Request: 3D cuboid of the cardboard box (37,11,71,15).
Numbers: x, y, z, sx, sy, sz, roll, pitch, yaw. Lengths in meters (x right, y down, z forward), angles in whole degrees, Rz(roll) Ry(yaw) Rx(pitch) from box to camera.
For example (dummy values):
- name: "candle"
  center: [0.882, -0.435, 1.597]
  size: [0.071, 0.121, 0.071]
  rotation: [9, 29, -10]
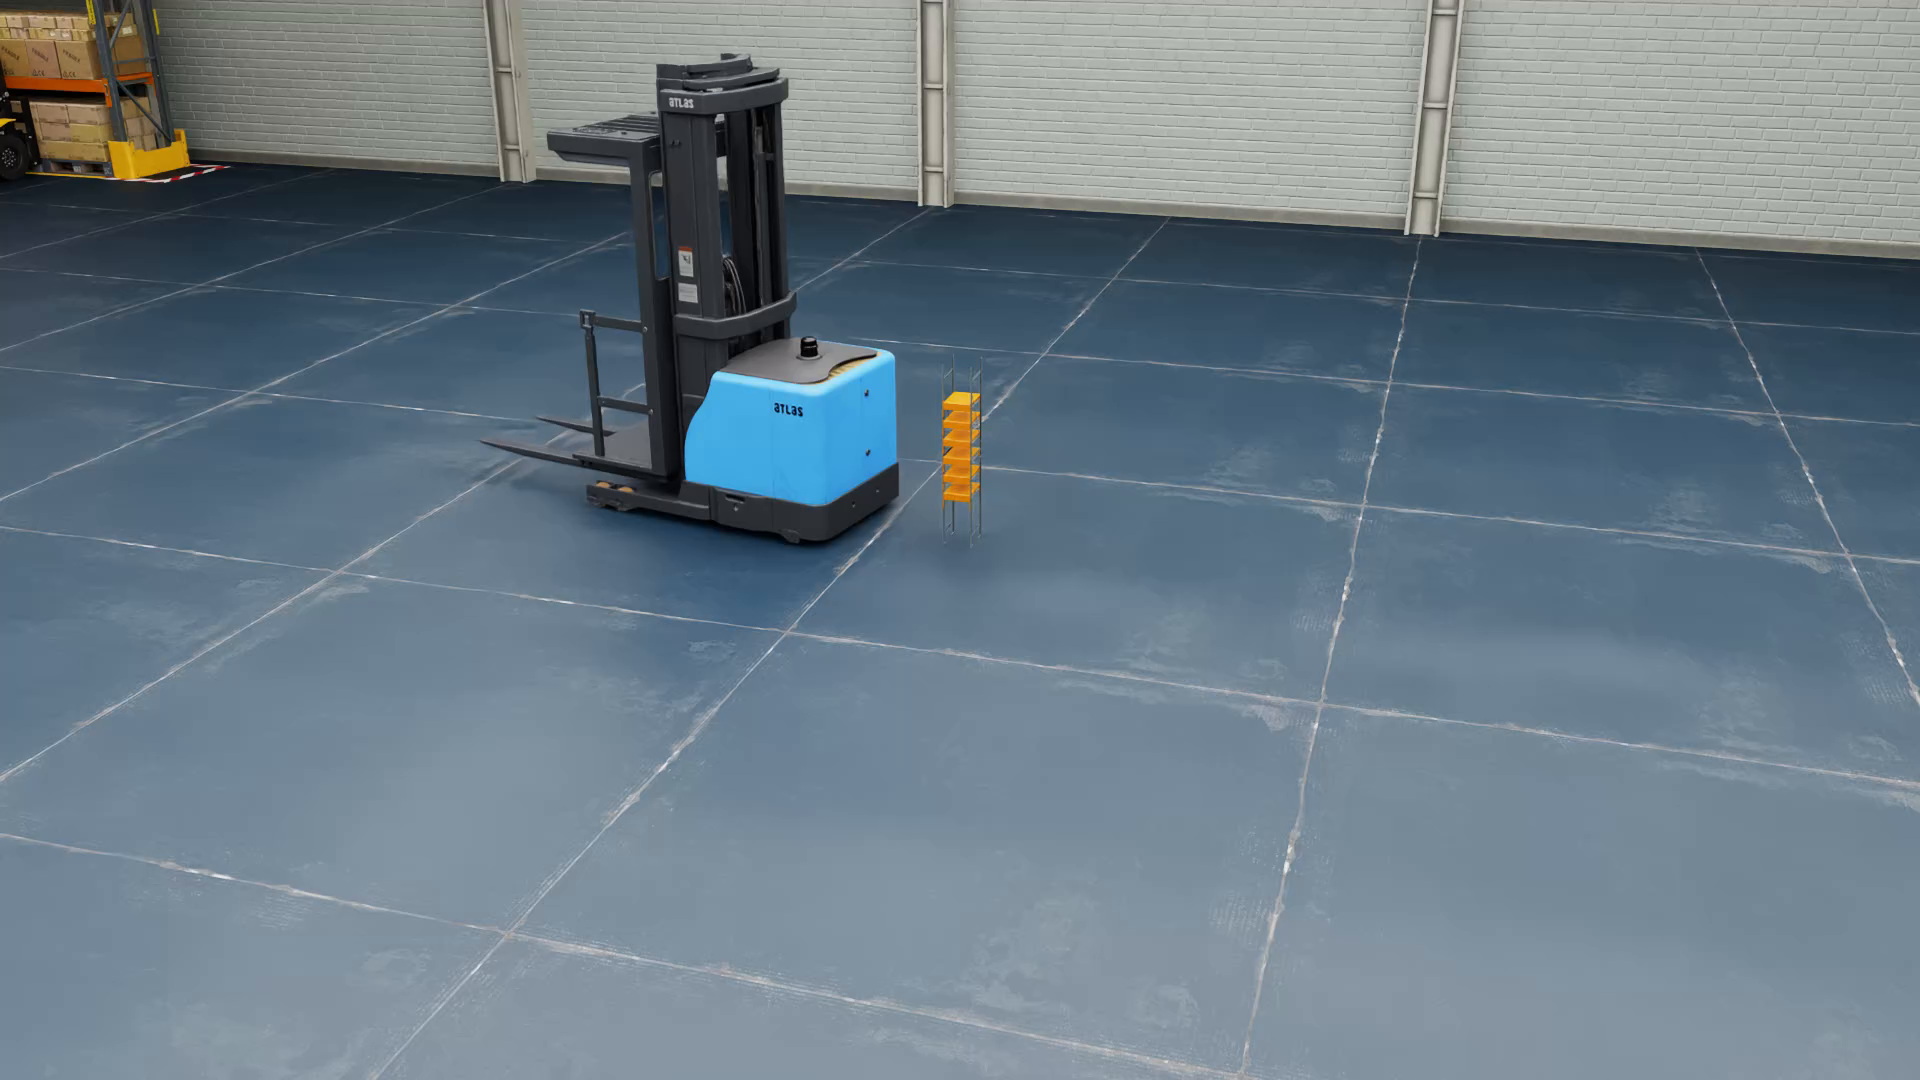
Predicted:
- name: "cardboard box"
  center: [-12.633, -7.293, 23.218]
  size: [0.250, 0.149, 0.380]
  rotation: [7, 23, 17]

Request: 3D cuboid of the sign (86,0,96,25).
- name: "sign"
  center: [-11.554, -7.027, 22.111]
  size: [0.005, 0.325, 0.100]
  rotation: [7, 23, 16]

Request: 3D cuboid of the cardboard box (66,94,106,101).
- name: "cardboard box"
  center: [-12.268, -6.137, 23.531]
  size: [0.500, 0.250, 0.500]
  rotation: [7, 23, 16]

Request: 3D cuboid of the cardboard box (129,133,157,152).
- name: "cardboard box"
  center: [-11.797, -5.624, 23.599]
  size: [0.500, 0.250, 0.500]
  rotation: [7, 23, 16]

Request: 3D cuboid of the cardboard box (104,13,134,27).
- name: "cardboard box"
  center: [-11.643, -7.176, 22.933]
  size: [0.250, 0.149, 0.380]
  rotation: [6, 23, 14]

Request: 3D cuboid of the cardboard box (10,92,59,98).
- name: "cardboard box"
  center: [-13.233, -6.254, 23.817]
  size: [0.500, 0.250, 0.500]
  rotation: [6, 23, 14]

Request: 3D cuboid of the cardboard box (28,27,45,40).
- name: "cardboard box"
  center: [-12.514, -6.959, 22.797]
  size: [0.250, 0.149, 0.380]
  rotation: [6, 23, 15]

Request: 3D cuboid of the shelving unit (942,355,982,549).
- name: "shelving unit"
  center: [0.014, -0.554, 10.538]
  size: [0.189, 1.200, 0.258]
  rotation: [7, 23, 16]

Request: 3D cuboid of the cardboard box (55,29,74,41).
- name: "cardboard box"
  center: [-12.050, -6.877, 22.597]
  size: [0.250, 0.149, 0.380]
  rotation: [7, 23, 16]

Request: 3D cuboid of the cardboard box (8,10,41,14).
- name: "cardboard box"
  center: [-13.116, -7.356, 23.371]
  size: [0.250, 0.149, 0.380]
  rotation: [7, 23, 16]

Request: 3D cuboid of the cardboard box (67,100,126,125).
- name: "cardboard box"
  center: [-11.915, -5.899, 22.952]
  size: [0.500, 0.250, 0.500]
  rotation: [7, 23, 17]

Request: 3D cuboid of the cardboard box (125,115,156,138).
- name: "cardboard box"
  center: [-11.774, -5.858, 23.509]
  size: [0.500, 0.250, 0.500]
  rotation: [7, 23, 16]

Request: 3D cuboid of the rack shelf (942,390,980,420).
- name: "rack shelf"
  center: [0.014, -0.845, 10.419]
  size: [0.180, 0.103, 0.258]
  rotation: [7, 23, 16]

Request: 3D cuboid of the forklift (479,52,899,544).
- name: "forklift"
  center: [-1.961, -1.711, 11.080]
  size: [3.031, 2.935, 1.130]
  rotation: [11, 25, 25]

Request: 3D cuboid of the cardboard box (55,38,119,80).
- name: "cardboard box"
  center: [-11.931, -6.582, 22.732]
  size: [0.500, 0.500, 0.500]
  rotation: [6, 23, 14]

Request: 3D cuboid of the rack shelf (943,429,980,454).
- name: "rack shelf"
  center: [0.014, -0.623, 10.510]
  size: [0.180, 0.103, 0.258]
  rotation: [7, 23, 16]

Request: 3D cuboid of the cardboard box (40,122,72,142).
- name: "cardboard box"
  center: [-12.417, -5.730, 23.196]
  size: [0.500, 0.250, 0.500]
  rotation: [6, 23, 15]

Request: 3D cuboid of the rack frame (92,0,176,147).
- name: "rack frame"
  center: [-11.384, -6.577, 22.852]
  size: [0.127, 3.000, 1.000]
  rotation: [7, 23, 16]

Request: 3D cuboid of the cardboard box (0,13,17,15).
- name: "cardboard box"
  center: [-13.258, -7.190, 22.968]
  size: [0.250, 0.149, 0.380]
  rotation: [7, 23, 16]

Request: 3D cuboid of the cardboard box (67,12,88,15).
- name: "cardboard box"
  center: [-12.141, -7.241, 23.091]
  size: [0.250, 0.149, 0.380]
  rotation: [7, 23, 17]

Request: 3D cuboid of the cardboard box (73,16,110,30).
- name: "cardboard box"
  center: [-11.787, -7.024, 22.563]
  size: [0.250, 0.149, 0.380]
  rotation: [7, 23, 16]

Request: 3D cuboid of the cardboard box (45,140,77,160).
- name: "cardboard box"
  center: [-12.398, -5.494, 23.282]
  size: [0.500, 0.250, 0.500]
  rotation: [7, 23, 15]

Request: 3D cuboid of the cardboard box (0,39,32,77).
- name: "cardboard box"
  center: [-12.915, -6.698, 23.016]
  size: [0.500, 0.500, 0.500]
  rotation: [6, 23, 14]

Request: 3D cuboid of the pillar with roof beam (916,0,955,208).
- name: "pillar with roof beam"
  center: [-1.545, -6.877, 15.678]
  size: [0.400, 9.000, 9.100]
  rotation: [7, 23, 16]

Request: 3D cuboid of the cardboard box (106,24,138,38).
- name: "cardboard box"
  center: [-11.633, -7.055, 23.031]
  size: [0.250, 0.149, 0.380]
  rotation: [6, 23, 14]

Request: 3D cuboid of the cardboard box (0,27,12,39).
- name: "cardboard box"
  center: [-13.032, -6.992, 22.876]
  size: [0.250, 0.149, 0.380]
  rotation: [7, 23, 16]

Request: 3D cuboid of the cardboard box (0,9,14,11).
- name: "cardboard box"
  center: [-13.603, -7.423, 23.534]
  size: [0.250, 0.149, 0.380]
  rotation: [6, 23, 15]

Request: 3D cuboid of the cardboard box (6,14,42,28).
- name: "cardboard box"
  center: [-12.789, -7.101, 22.751]
  size: [0.250, 0.149, 0.380]
  rotation: [7, 23, 17]

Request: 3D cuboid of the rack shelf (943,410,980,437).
- name: "rack shelf"
  center: [0.014, -0.734, 10.464]
  size: [0.180, 0.103, 0.258]
  rotation: [7, 23, 16]

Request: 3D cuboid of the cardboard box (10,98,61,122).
- name: "cardboard box"
  center: [-12.891, -6.005, 23.209]
  size: [0.500, 0.250, 0.500]
  rotation: [7, 23, 16]

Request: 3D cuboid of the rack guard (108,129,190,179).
- name: "rack guard"
  center: [-11.361, -5.418, 23.320]
  size: [0.348, 0.500, 1.175]
  rotation: [7, 23, 16]

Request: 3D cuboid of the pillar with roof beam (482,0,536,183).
- name: "pillar with roof beam"
  center: [-7.289, -7.535, 17.282]
  size: [0.400, 9.000, 9.100]
  rotation: [7, 23, 16]

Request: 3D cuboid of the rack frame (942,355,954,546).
- name: "rack frame"
  center: [-0.074, -0.564, 10.563]
  size: [0.006, 1.200, 0.240]
  rotation: [7, 23, 16]

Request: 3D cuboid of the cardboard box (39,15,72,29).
- name: "cardboard box"
  center: [-12.291, -7.059, 22.647]
  size: [0.250, 0.149, 0.380]
  rotation: [7, 23, 17]

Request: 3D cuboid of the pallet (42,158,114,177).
- name: "pallet"
  center: [-12.128, -5.356, 23.549]
  size: [1.213, 0.211, 1.003]
  rotation: [7, 23, 16]
